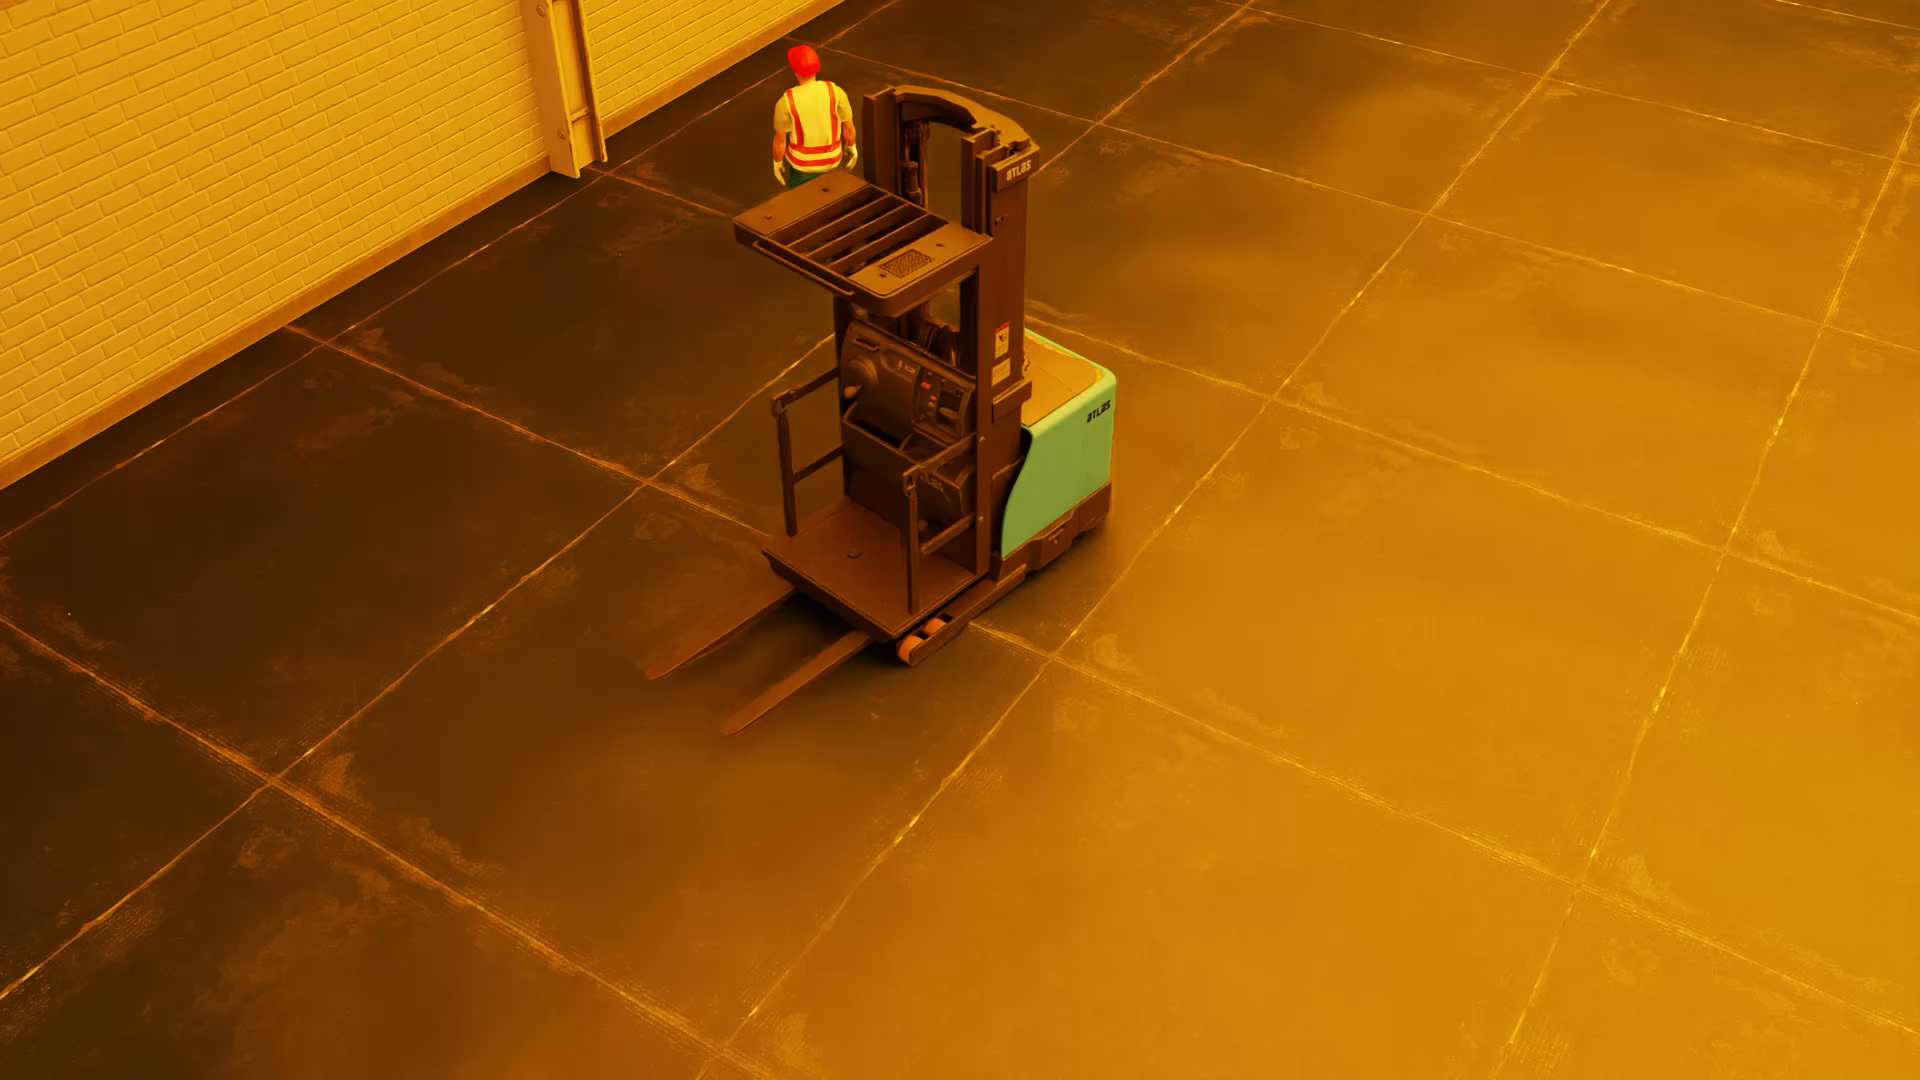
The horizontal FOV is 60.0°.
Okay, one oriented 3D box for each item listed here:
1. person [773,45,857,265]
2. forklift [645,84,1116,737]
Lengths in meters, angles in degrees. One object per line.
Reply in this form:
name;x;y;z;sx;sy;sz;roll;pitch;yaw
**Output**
person;-1.068;-2.803;12.161;0.635;1.791;0.522;-11;41;-12
forklift;-0.439;-0.786;8.894;1.130;2.935;3.031;31;49;31
